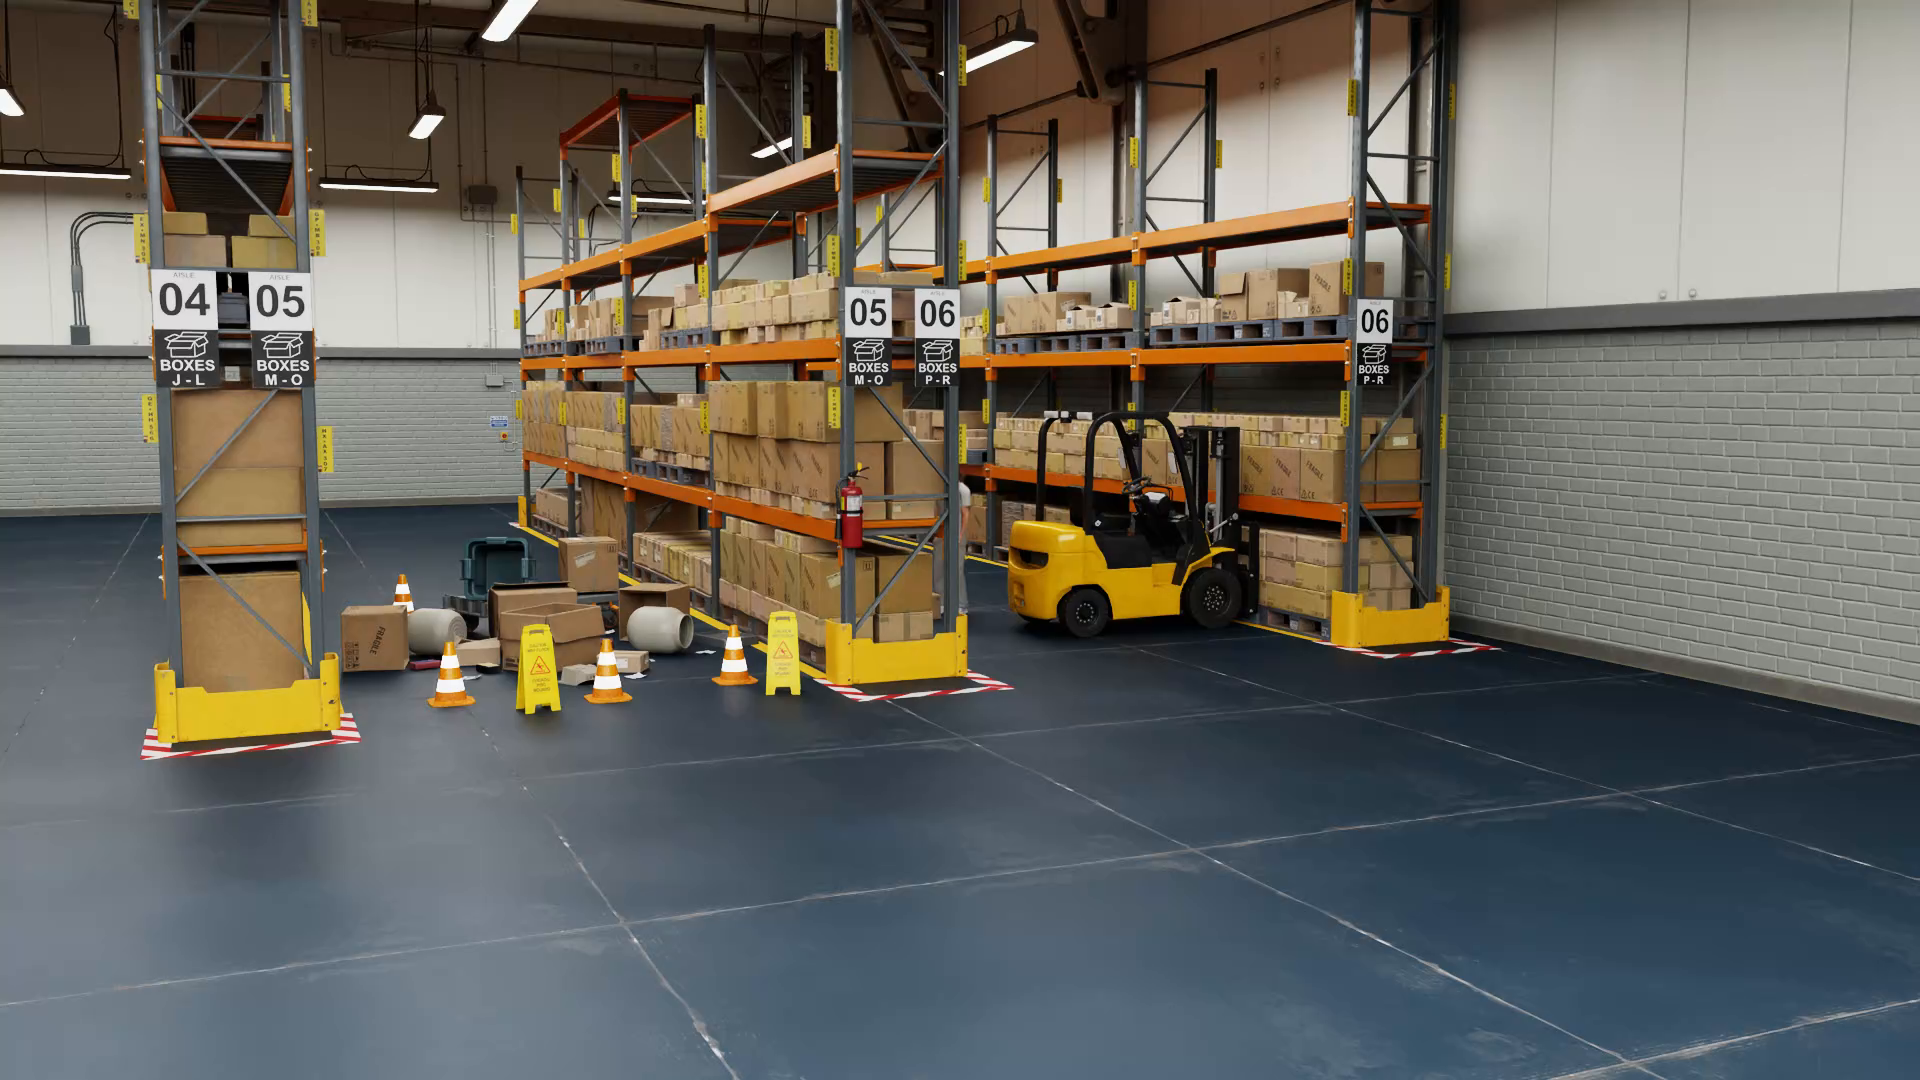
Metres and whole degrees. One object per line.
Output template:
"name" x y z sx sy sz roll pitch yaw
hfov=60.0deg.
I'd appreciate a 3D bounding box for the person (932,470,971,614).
"person" -0.088 -0.028 17.505 0.458 1.637 0.367 4 7 38
